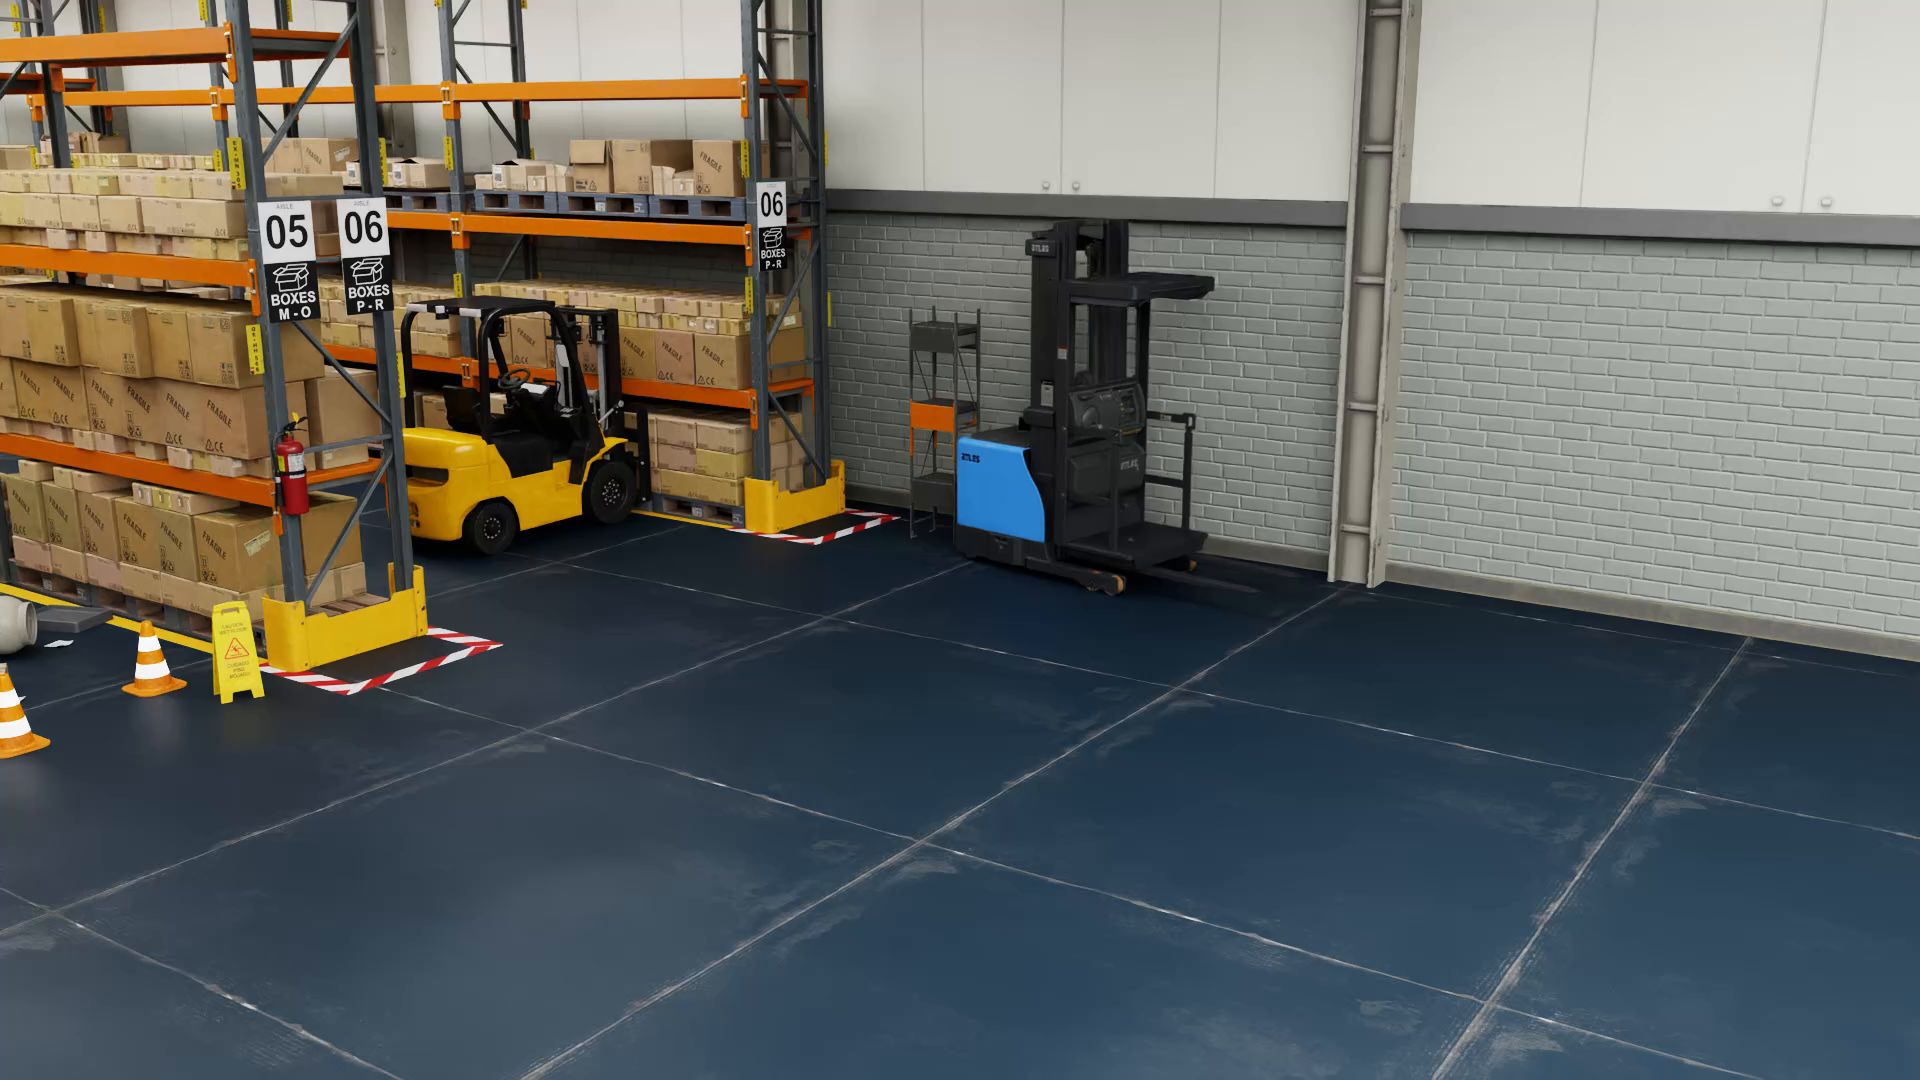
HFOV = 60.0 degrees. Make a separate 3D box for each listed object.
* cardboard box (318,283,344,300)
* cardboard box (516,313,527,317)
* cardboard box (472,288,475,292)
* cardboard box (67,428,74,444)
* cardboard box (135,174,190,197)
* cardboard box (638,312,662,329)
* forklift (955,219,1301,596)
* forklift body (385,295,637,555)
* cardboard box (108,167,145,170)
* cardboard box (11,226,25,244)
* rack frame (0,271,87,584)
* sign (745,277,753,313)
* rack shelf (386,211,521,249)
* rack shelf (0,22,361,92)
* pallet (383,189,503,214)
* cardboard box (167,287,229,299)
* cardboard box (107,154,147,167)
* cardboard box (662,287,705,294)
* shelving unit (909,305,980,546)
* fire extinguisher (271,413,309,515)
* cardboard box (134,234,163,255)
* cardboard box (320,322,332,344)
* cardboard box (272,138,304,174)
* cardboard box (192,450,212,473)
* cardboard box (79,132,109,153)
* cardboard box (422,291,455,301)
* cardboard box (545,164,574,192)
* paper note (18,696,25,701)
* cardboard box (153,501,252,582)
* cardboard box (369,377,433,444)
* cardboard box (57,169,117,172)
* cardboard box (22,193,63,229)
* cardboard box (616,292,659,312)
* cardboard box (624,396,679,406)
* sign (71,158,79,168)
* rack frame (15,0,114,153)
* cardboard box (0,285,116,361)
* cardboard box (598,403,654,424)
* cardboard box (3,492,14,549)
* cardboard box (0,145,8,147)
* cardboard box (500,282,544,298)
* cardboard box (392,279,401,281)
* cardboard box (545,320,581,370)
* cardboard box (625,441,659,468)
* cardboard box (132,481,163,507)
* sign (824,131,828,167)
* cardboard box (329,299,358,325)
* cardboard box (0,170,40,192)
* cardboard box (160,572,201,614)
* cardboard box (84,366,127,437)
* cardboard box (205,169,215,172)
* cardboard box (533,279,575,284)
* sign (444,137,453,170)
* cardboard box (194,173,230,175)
[{"bbox_3d":[-7.055,-2.814,18.817,0.250,0.149,0.380,10,17,34],"label":"cardboard box"},{"bbox_3d":[-4.347,-2.391,17.108,0.250,0.149,0.380,9,17,33],"label":"cardboard box"},{"bbox_3d":[-5.278,-2.686,18.302,0.250,0.149,0.380,9,16,31],"label":"cardboard box"},{"bbox_3d":[-6.697,-0.846,12.946,0.250,0.149,0.380,9,17,33],"label":"cardboard box"},{"bbox_3d":[-5.601,-2.519,11.804,0.250,0.149,0.380,9,17,33],"label":"cardboard box"},{"bbox_3d":[-2.894,-2.141,16.100,0.250,0.149,0.380,9,16,31],"label":"cardboard box"},{"bbox_3d":[1.378,-1.114,13.651,3.031,2.935,1.130,13,19,42],"label":"forklift"},{"bbox_3d":[-4.185,-1.129,15.334,1.214,2.155,2.313,9,17,33],"label":"forklift body"},{"bbox_3d":[-10.235,-4.526,20.488,0.250,0.149,0.380,10,17,34],"label":"cardboard box"},{"bbox_3d":[-7.104,-2.382,12.912,0.250,0.149,0.380,9,17,33],"label":"cardboard box"},{"bbox_3d":[-7.680,-1.196,13.841,0.127,3.000,1.000,9,17,33],"label":"rack frame"},{"bbox_3d":[-1.908,-2.221,15.077,0.005,0.325,0.100,9,17,33],"label":"sign"},{"bbox_3d":[-6.572,-3.562,18.650,4.000,0.370,1.077,9,17,33],"label":"rack shelf"},{"bbox_3d":[-6.020,-3.489,12.123,4.000,0.370,1.077,9,17,33],"label":"rack shelf"},{"bbox_3d":[-5.651,-3.666,17.971,1.217,0.209,0.805,8,16,31],"label":"pallet"},{"bbox_3d":[-9.288,-2.931,20.286,0.500,0.250,0.500,8,16,30],"label":"cardboard box"},{"bbox_3d":[-10.237,-4.668,20.444,0.250,0.149,0.380,9,17,33],"label":"cardboard box"},{"bbox_3d":[-2.770,-2.441,16.693,0.250,0.149,0.380,9,16,31],"label":"cardboard box"},{"bbox_3d":[-0.137,-1.041,15.087,0.503,2.100,0.431,9,17,33],"label":"shelving unit"},{"bbox_3d":[-4.523,-0.515,11.250,0.183,0.674,0.296,9,17,33],"label":"fire extinguisher"},{"bbox_3d":[-5.645,-2.127,11.879,0.250,0.149,0.380,9,17,32],"label":"cardboard box"},{"bbox_3d":[-7.154,-2.406,19.039,0.500,0.250,0.500,9,16,31],"label":"cardboard box"},{"bbox_3d":[-7.292,-4.287,18.791,0.500,0.500,0.700,9,16,32],"label":"cardboard box"},{"bbox_3d":[-5.263,-0.596,11.938,0.250,0.149,0.380,9,16,32],"label":"cardboard box"},{"bbox_3d":[-11.258,-5.164,21.586,0.258,0.266,0.396,9,16,32],"label":"cardboard box"},{"bbox_3d":[-5.544,-2.583,17.882,0.250,0.149,0.380,9,16,32],"label":"cardboard box"},{"bbox_3d":[-3.850,-3.570,16.385,0.258,0.266,0.396,9,16,31],"label":"cardboard box"},{"bbox_3d":[-6.256,1.051,10.939,0.142,0.019,0.148,3,14,14],"label":"paper note"},{"bbox_3d":[-5.606,-0.018,12.367,0.500,0.500,0.500,10,17,35],"label":"cardboard box"},{"bbox_3d":[-6.616,-1.511,19.181,0.625,0.625,0.875,8,16,31],"label":"cardboard box"},{"bbox_3d":[-6.870,-2.846,13.127,0.250,0.149,0.380,10,17,34],"label":"cardboard box"},{"bbox_3d":[-6.626,-2.473,12.450,0.500,0.250,0.500,9,17,33],"label":"cardboard box"},{"bbox_3d":[-3.123,-2.315,16.183,0.250,0.149,0.380,10,17,34],"label":"cardboard box"},{"bbox_3d":[-3.133,-1.312,17.077,0.500,0.250,0.500,9,16,32],"label":"cardboard box"},{"bbox_3d":[-7.383,-3.013,13.859,0.005,0.325,0.100,9,17,33],"label":"sign"},{"bbox_3d":[-11.551,-6.172,21.454,0.127,3.000,1.000,9,17,33],"label":"rack frame"},{"bbox_3d":[-7.024,-1.700,12.965,0.500,0.500,0.700,9,17,33],"label":"cardboard box"},{"bbox_3d":[-3.417,-1.207,16.650,0.500,0.250,0.500,9,16,32],"label":"cardboard box"},{"bbox_3d":[-8.116,-0.195,14.388,0.625,0.372,0.950,9,17,34],"label":"cardboard box"},{"bbox_3d":[-12.530,-5.116,22.084,0.500,0.250,0.500,9,16,32],"label":"cardboard box"},{"bbox_3d":[-4.536,-2.579,17.249,0.250,0.149,0.380,9,17,34],"label":"cardboard box"},{"bbox_3d":[-6.719,-2.937,19.314,0.250,0.149,0.380,9,16,32],"label":"cardboard box"},{"bbox_3d":[-3.828,-1.989,16.836,0.500,0.500,0.500,9,17,32],"label":"cardboard box"},{"bbox_3d":[-3.022,-0.899,16.449,0.500,0.250,0.500,9,16,32],"label":"cardboard box"},{"bbox_3d":[-5.937,-0.369,12.437,0.250,0.149,0.380,10,17,35],"label":"cardboard box"},{"bbox_3d":[-1.279,-3.679,15.643,0.005,0.325,0.100,9,17,33],"label":"sign"},{"bbox_3d":[-6.723,-2.580,18.702,0.500,0.250,0.500,9,17,34],"label":"cardboard box"},{"bbox_3d":[-7.154,-2.744,12.713,0.250,0.149,0.380,9,16,31],"label":"cardboard box"},{"bbox_3d":[-5.607,0.345,12.462,0.500,0.250,0.500,9,17,33],"label":"cardboard box"},{"bbox_3d":[-6.201,-1.078,12.537,0.500,0.500,0.500,9,17,33],"label":"cardboard box"},{"bbox_3d":[-8.660,-4.299,19.616,0.250,0.149,0.380,10,17,34],"label":"cardboard box"},{"bbox_3d":[-4.294,-2.670,17.616,0.250,0.149,0.380,9,16,31],"label":"cardboard box"},{"bbox_3d":[-5.207,-3.937,16.938,0.005,0.325,0.100,9,17,33],"label":"sign"},{"bbox_3d":[-5.358,-2.609,12.166,0.250,0.149,0.380,9,17,33],"label":"cardboard box"}]
